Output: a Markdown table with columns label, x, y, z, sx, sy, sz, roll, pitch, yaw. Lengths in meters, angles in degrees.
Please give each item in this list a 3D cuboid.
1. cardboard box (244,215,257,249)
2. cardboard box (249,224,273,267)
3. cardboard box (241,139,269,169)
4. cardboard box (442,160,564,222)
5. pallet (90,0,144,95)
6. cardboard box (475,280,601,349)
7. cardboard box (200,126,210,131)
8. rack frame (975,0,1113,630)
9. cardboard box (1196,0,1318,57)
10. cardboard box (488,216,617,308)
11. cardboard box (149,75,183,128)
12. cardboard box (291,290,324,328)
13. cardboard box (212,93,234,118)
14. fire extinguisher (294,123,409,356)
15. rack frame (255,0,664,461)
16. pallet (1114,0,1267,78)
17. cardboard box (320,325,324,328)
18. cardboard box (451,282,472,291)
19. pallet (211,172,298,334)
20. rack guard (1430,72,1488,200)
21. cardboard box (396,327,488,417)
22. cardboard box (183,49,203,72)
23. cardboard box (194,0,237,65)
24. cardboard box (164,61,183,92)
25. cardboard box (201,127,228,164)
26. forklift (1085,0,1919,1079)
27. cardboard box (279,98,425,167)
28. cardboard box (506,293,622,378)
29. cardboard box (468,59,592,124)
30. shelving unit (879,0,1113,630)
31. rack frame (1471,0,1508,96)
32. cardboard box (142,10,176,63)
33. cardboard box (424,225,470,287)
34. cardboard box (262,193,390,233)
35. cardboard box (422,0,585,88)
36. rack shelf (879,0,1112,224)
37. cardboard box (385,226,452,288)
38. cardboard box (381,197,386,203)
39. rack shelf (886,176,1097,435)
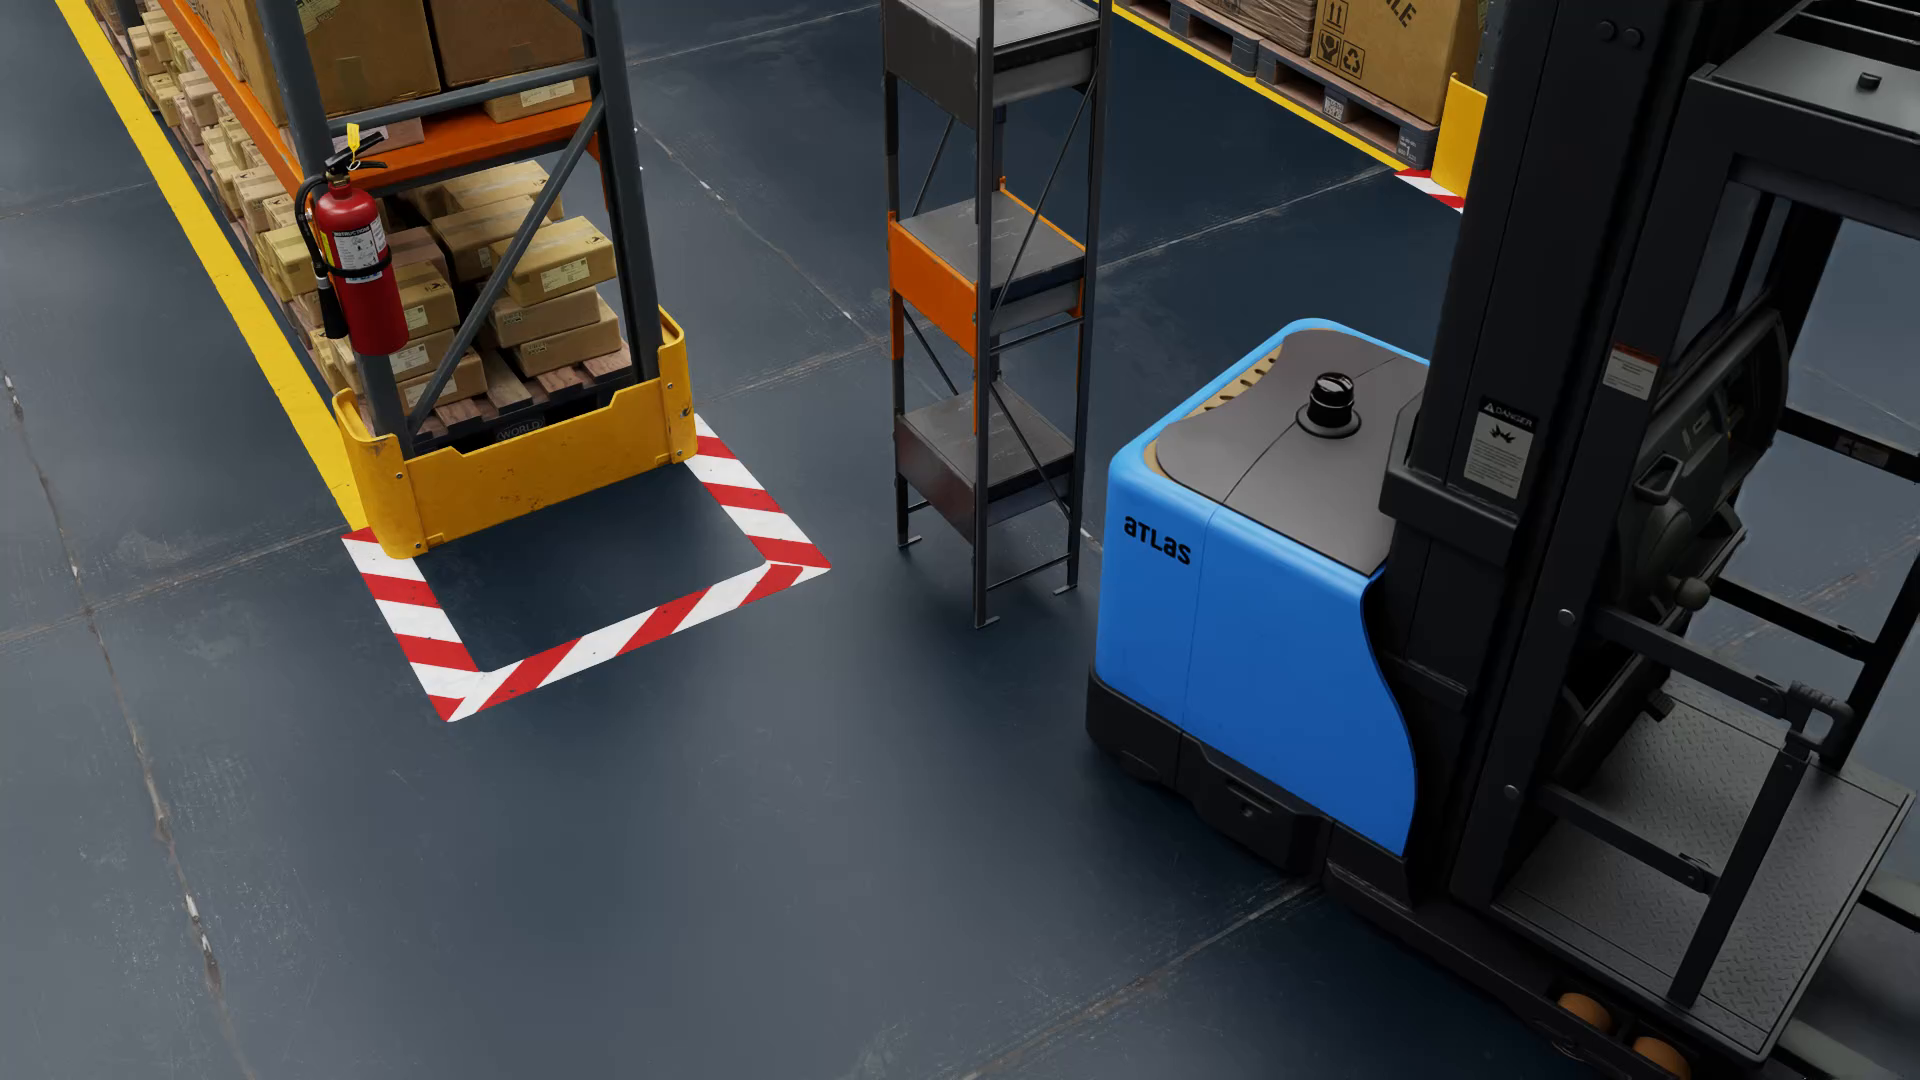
| label | x | y | z | sx | sy | sz | roll | pitch | yaw |
| --- | --- | --- | --- | --- | --- | --- | --- | --- | --- |
| cardboard box | -2.703 | -1.276 | 6.837 | 0.380 | 0.149 | 0.250 | -21 | 44 | -24 |
| cardboard box | -2.582 | -1.244 | 6.567 | 0.380 | 0.149 | 0.250 | -22 | 44 | -24 |
| cardboard box | -2.644 | -1.535 | 6.683 | 0.380 | 0.149 | 0.250 | -24 | 45 | -26 |
| cardboard box | -1.760 | -1.304 | 6.406 | 0.380 | 0.149 | 0.250 | -22 | 45 | -25 |
| pallet | -4.058 | -2.830 | 8.981 | 1.003 | 0.211 | 1.213 | -22 | 45 | -24 |
| cardboard box | -1.553 | -0.874 | 6.122 | 0.380 | 0.149 | 0.250 | -20 | 44 | -23 |
| cardboard box | -3.214 | -1.861 | 7.539 | 0.380 | 0.149 | 0.250 | -23 | 45 | -25 |
| rack frame | 0.220 | -0.586 | 4.813 | 0.400 | 2.100 | 0.015 | -22 | 45 | -24 |
| cardboard box | 1.848 | -3.129 | 8.494 | 0.875 | 0.875 | 0.875 | -22 | 45 | -24 |
| cardboard box | -1.483 | -1.017 | 6.061 | 0.380 | 0.149 | 0.250 | -24 | 46 | -26 |
| cardboard box | -3.570 | -2.097 | 7.822 | 0.380 | 0.149 | 0.250 | -21 | 44 | -23 |
| cardboard box | -2.293 | -0.969 | 6.237 | 0.380 | 0.149 | 0.250 | -24 | 45 | -26 |
| cardboard box | -2.909 | -1.813 | 7.017 | 0.380 | 0.149 | 0.250 | -24 | 45 | -26 |
| fire extinguisher | -1.741 | -0.855 | 4.784 | 0.296 | 0.674 | 0.183 | -22 | 45 | -24 |
| rack frame | -1.487 | -1.322 | 4.994 | 1.000 | 3.000 | 0.127 | -22 | 45 | -24 |
| pallet | 1.601 | -2.966 | 9.145 | 1.003 | 0.211 | 1.213 | -22 | 45 | -24 |
| cardboard box | -2.239 | -0.877 | 6.358 | 0.380 | 0.149 | 0.250 | -22 | 45 | -25 |
| cardboard box | -1.848 | -1.026 | 6.537 | 0.380 | 0.149 | 0.250 | -22 | 44 | -24 |
| pallet | -2.587 | -1.401 | 7.266 | 1.003 | 0.211 | 1.213 | -22 | 45 | -24 |
| rack guard | 2.762 | -2.002 | 7.762 | 1.175 | 0.500 | 0.348 | -22 | 45 | -24 |
| cardboard box | -1.946 | -0.601 | 6.027 | 0.380 | 0.149 | 0.250 | -21 | 44 | -24 |
| cardboard box | -3.193 | -2.097 | 7.358 | 0.380 | 0.149 | 0.250 | -23 | 45 | -25 |
| cardboard box | -2.219 | -1.909 | 5.387 | 0.500 | 0.500 | 0.500 | -23 | 45 | -25 |
| cardboard box | -3.501 | -2.250 | 7.774 | 0.380 | 0.149 | 0.250 | -22 | 45 | -24 |
| cardboard box | -2.987 | -1.670 | 7.077 | 0.380 | 0.149 | 0.250 | -23 | 45 | -25 |
| forklift | 1.815 | -0.123 | 3.609 | 3.031 | 2.935 | 1.130 | 29 | 48 | 30 |
| cardboard box | -1.901 | -1.305 | 5.169 | 0.380 | 0.149 | 0.250 | -22 | 45 | -24 |
| cardboard box | -1.499 | -0.781 | 6.244 | 0.380 | 0.149 | 0.250 | -21 | 44 | -24 |
| cardboard box | -1.385 | -1.513 | 5.419 | 0.380 | 0.149 | 0.250 | -23 | 45 | -25 |
| shelving unit | 0.089 | -0.717 | 4.971 | 0.431 | 2.100 | 0.503 | -22 | 45 | -24 |
| rack frame | 2.749 | -2.975 | 6.977 | 1.000 | 3.000 | 0.127 | -22 | 45 | -24 |
| cardboard box | -3.530 | -2.350 | 7.661 | 0.380 | 0.149 | 0.250 | -20 | 44 | -22 |
| cardboard box | -1.859 | -1.143 | 6.445 | 0.380 | 0.149 | 0.250 | -22 | 44 | -24 |
| cardboard box | -2.405 | -1.229 | 6.315 | 0.380 | 0.149 | 0.250 | -24 | 45 | -26 |
| cardboard box | -1.496 | -1.812 | 5.271 | 0.500 | 0.500 | 0.500 | -20 | 44 | -22 |
| rack shelf | 0.089 | -1.245 | 4.531 | 0.431 | 0.518 | 0.480 | -22 | 45 | -24 |
| cardboard box | -2.072 | -0.971 | 6.006 | 0.380 | 0.149 | 0.250 | -21 | 44 | -24 |
| cardboard box | -2.309 | -1.561 | 6.947 | 0.380 | 0.149 | 0.250 | -20 | 44 | -22 |
| rack shelf | 0.089 | -0.707 | 4.979 | 0.431 | 0.518 | 0.480 | -22 | 45 | -24 |
